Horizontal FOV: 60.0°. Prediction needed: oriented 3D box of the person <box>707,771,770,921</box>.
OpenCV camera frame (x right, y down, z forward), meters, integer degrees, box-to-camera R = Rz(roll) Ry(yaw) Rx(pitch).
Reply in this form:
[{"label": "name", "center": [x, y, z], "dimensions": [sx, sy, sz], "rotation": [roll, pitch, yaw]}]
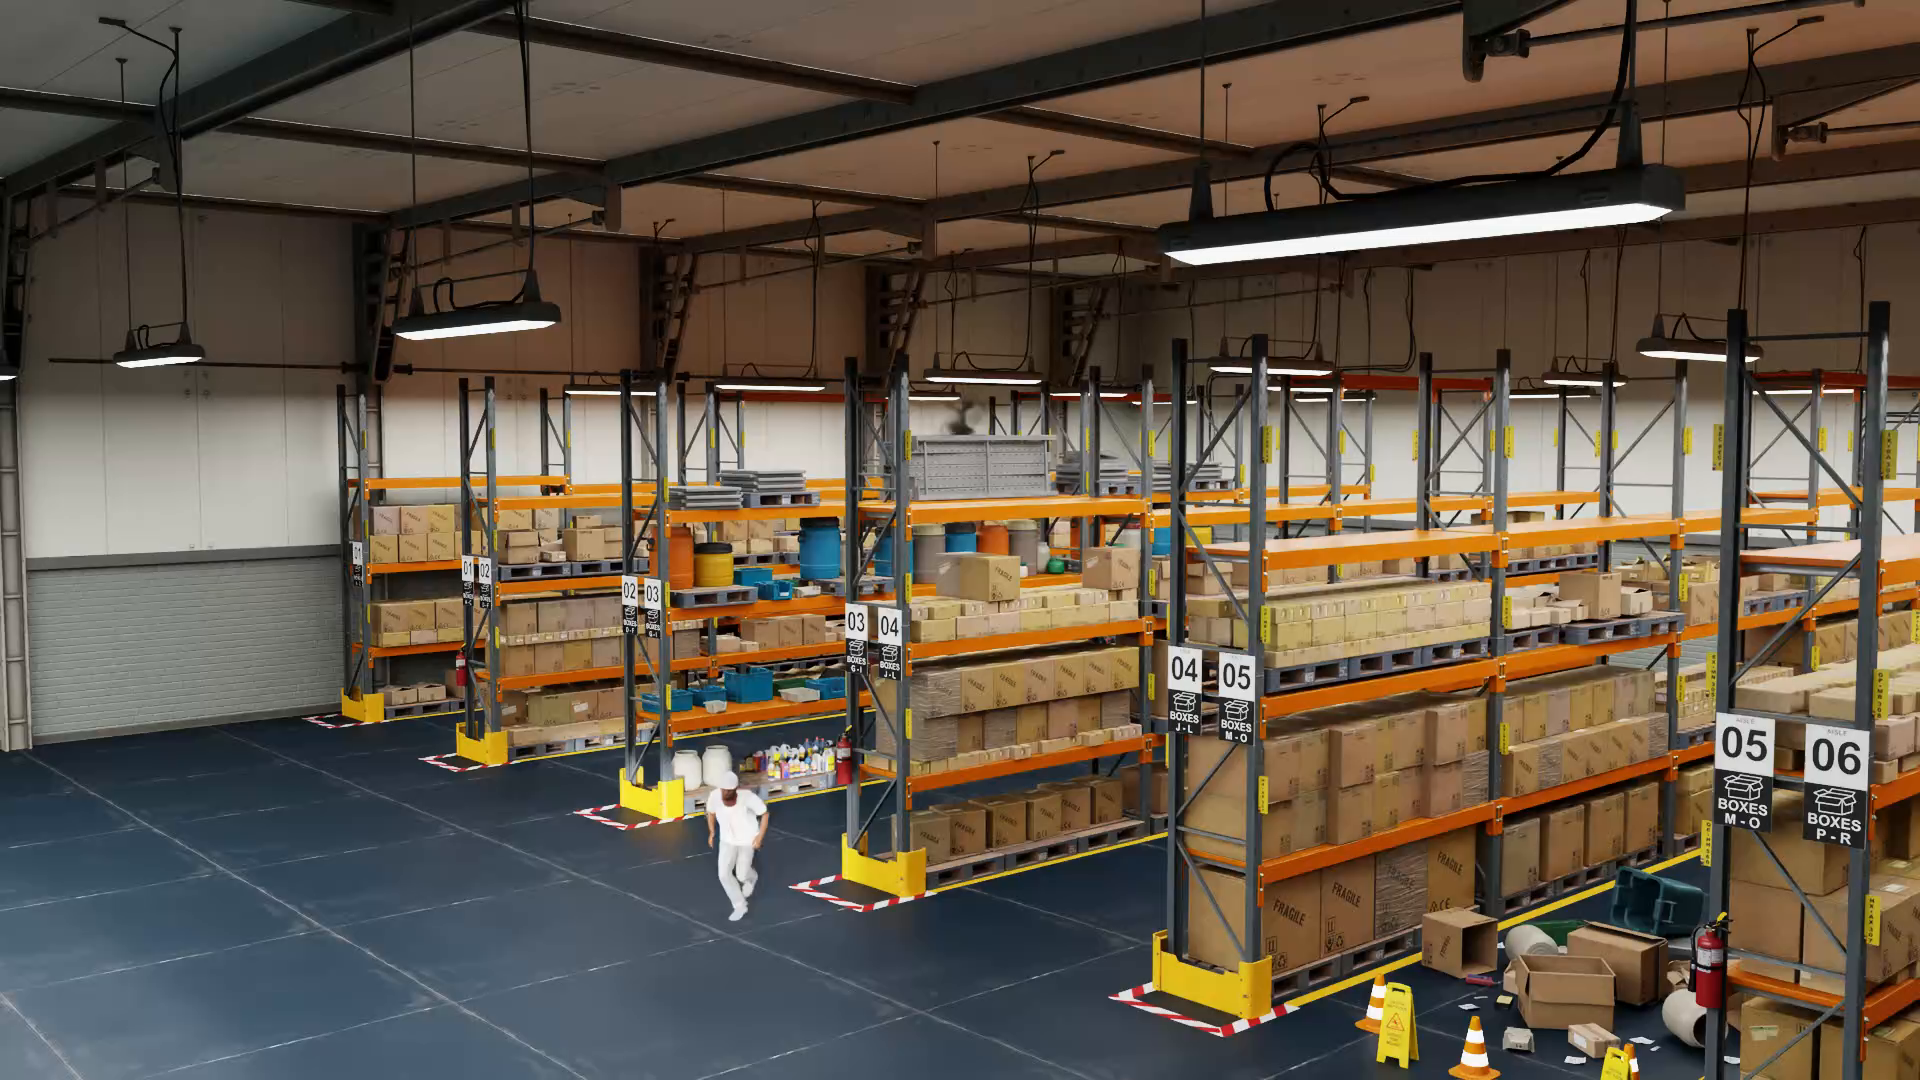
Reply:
[{"label": "person", "center": [-2.342, 3.209, 17.745], "dimensions": [0.697, 1.636, 1.033], "rotation": [1, 4, 12]}]
